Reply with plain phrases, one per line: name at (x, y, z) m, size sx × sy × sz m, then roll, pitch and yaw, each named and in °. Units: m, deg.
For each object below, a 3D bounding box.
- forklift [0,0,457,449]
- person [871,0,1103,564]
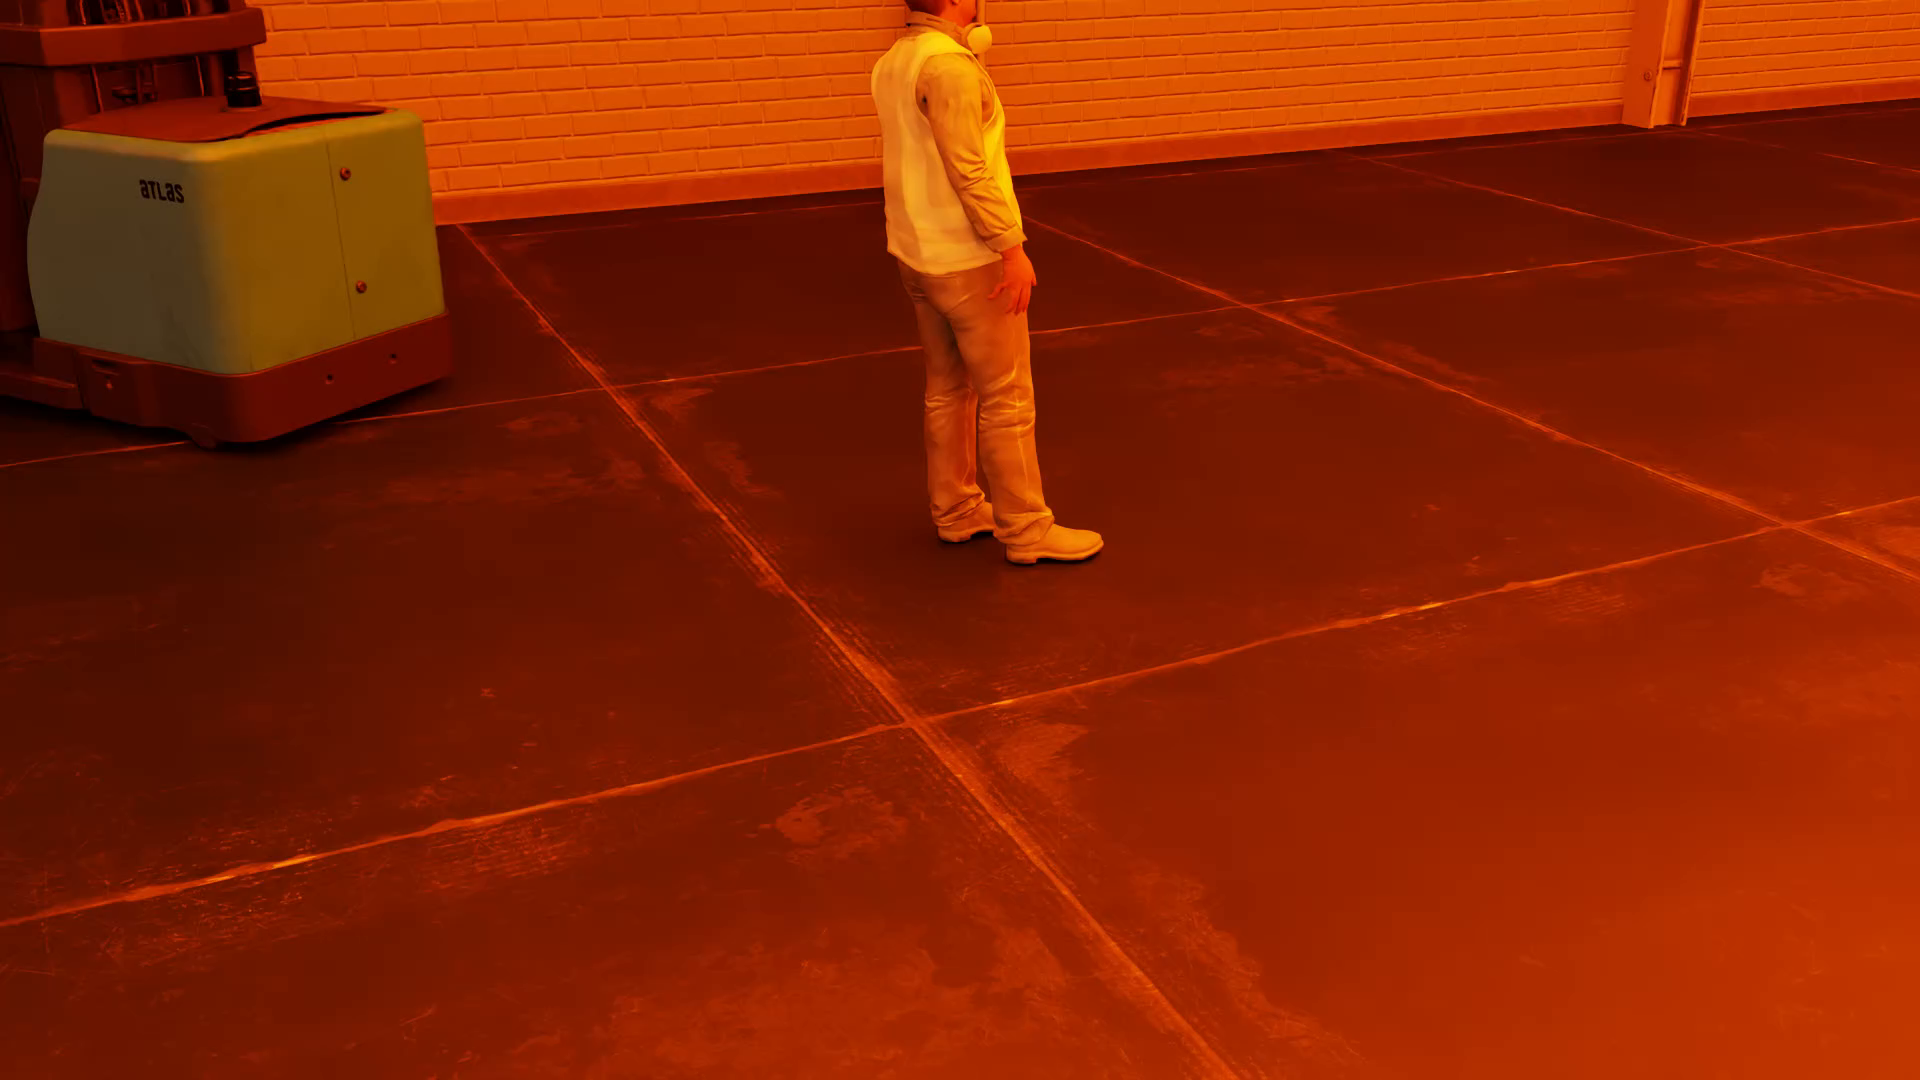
forklift at (-3.513, -2.060, 6.244) m, size 3.031 × 2.935 × 1.130 m, roll 12°, pitch 25°, yaw 26°
person at (0.060, -0.833, 4.781) m, size 0.568 × 1.773 × 0.632 m, roll -10°, pitch 25°, yaw -23°
